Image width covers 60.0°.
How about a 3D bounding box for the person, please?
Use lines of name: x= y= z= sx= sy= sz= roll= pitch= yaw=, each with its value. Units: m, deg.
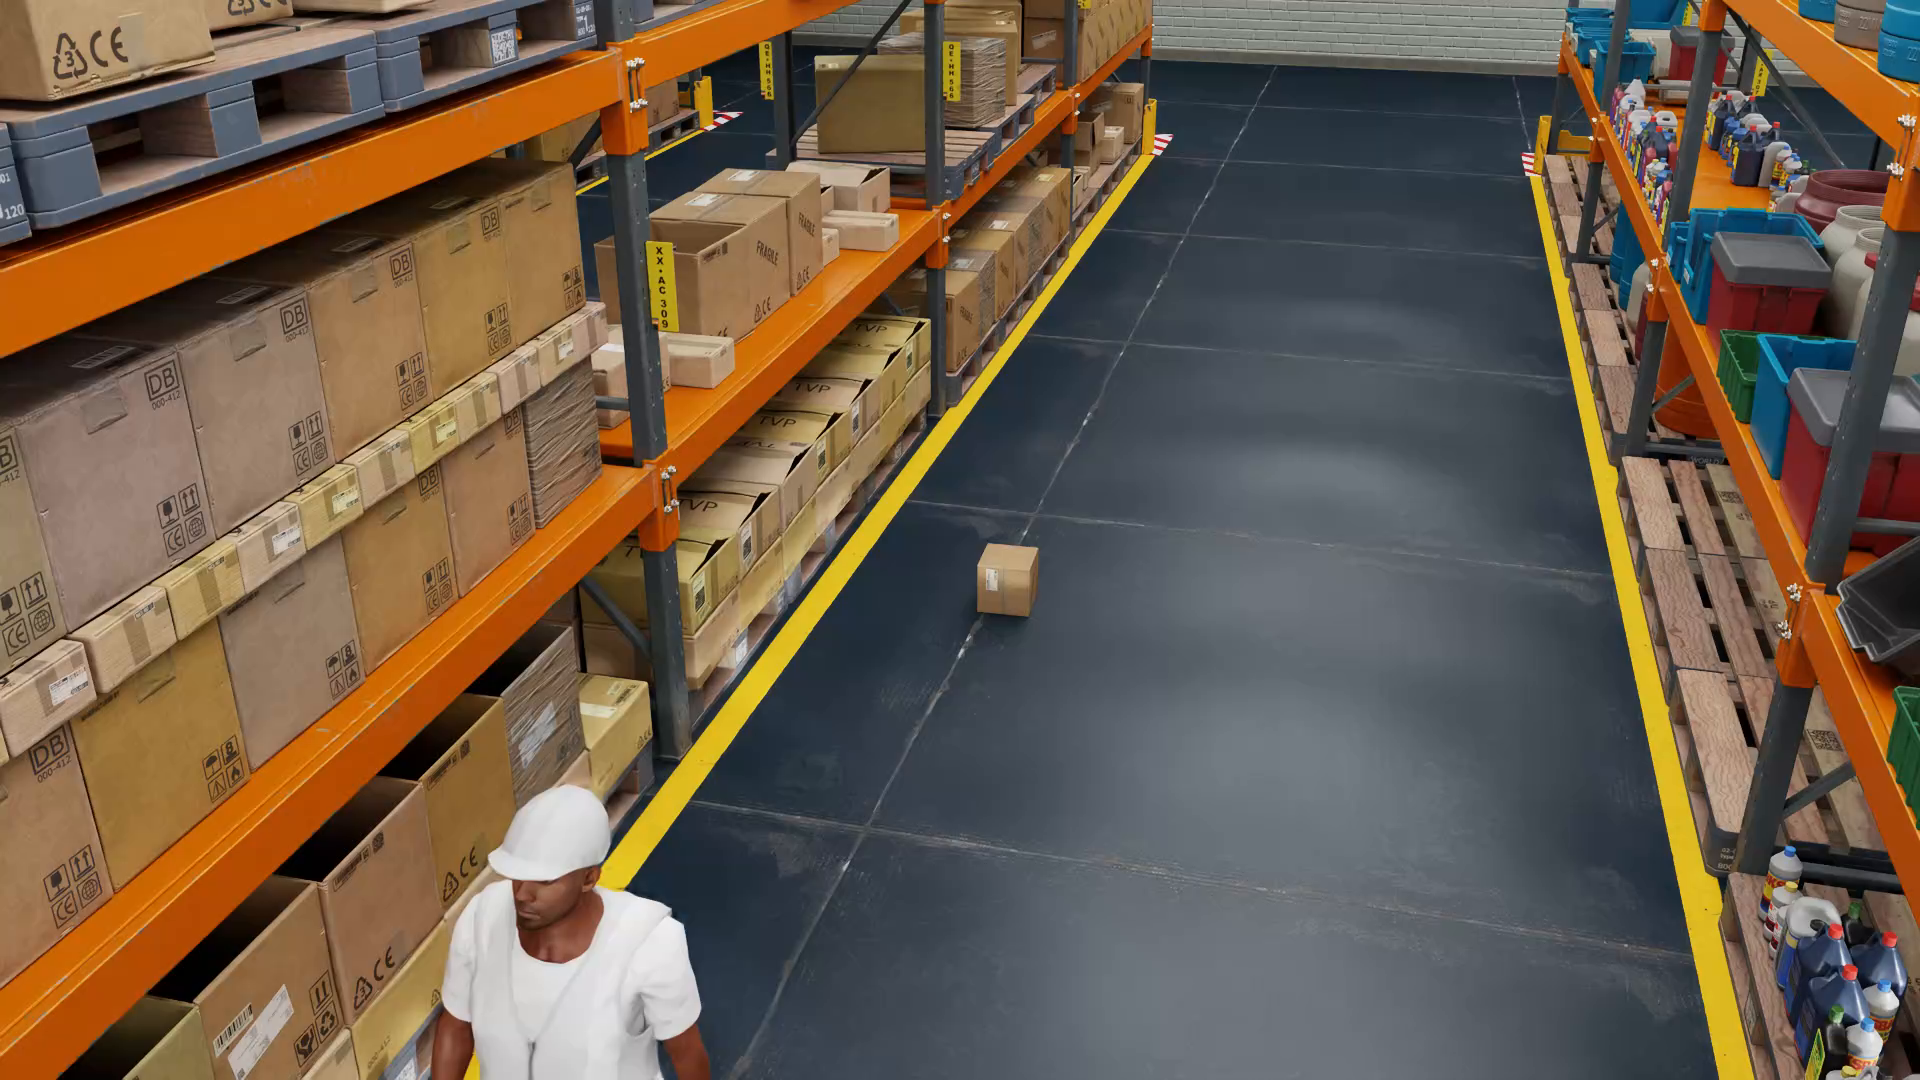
person: x=-0.898 y=1.332 z=3.758 sx=0.587 sy=1.728 sz=1.025 roll=9 pitch=27 yaw=18
